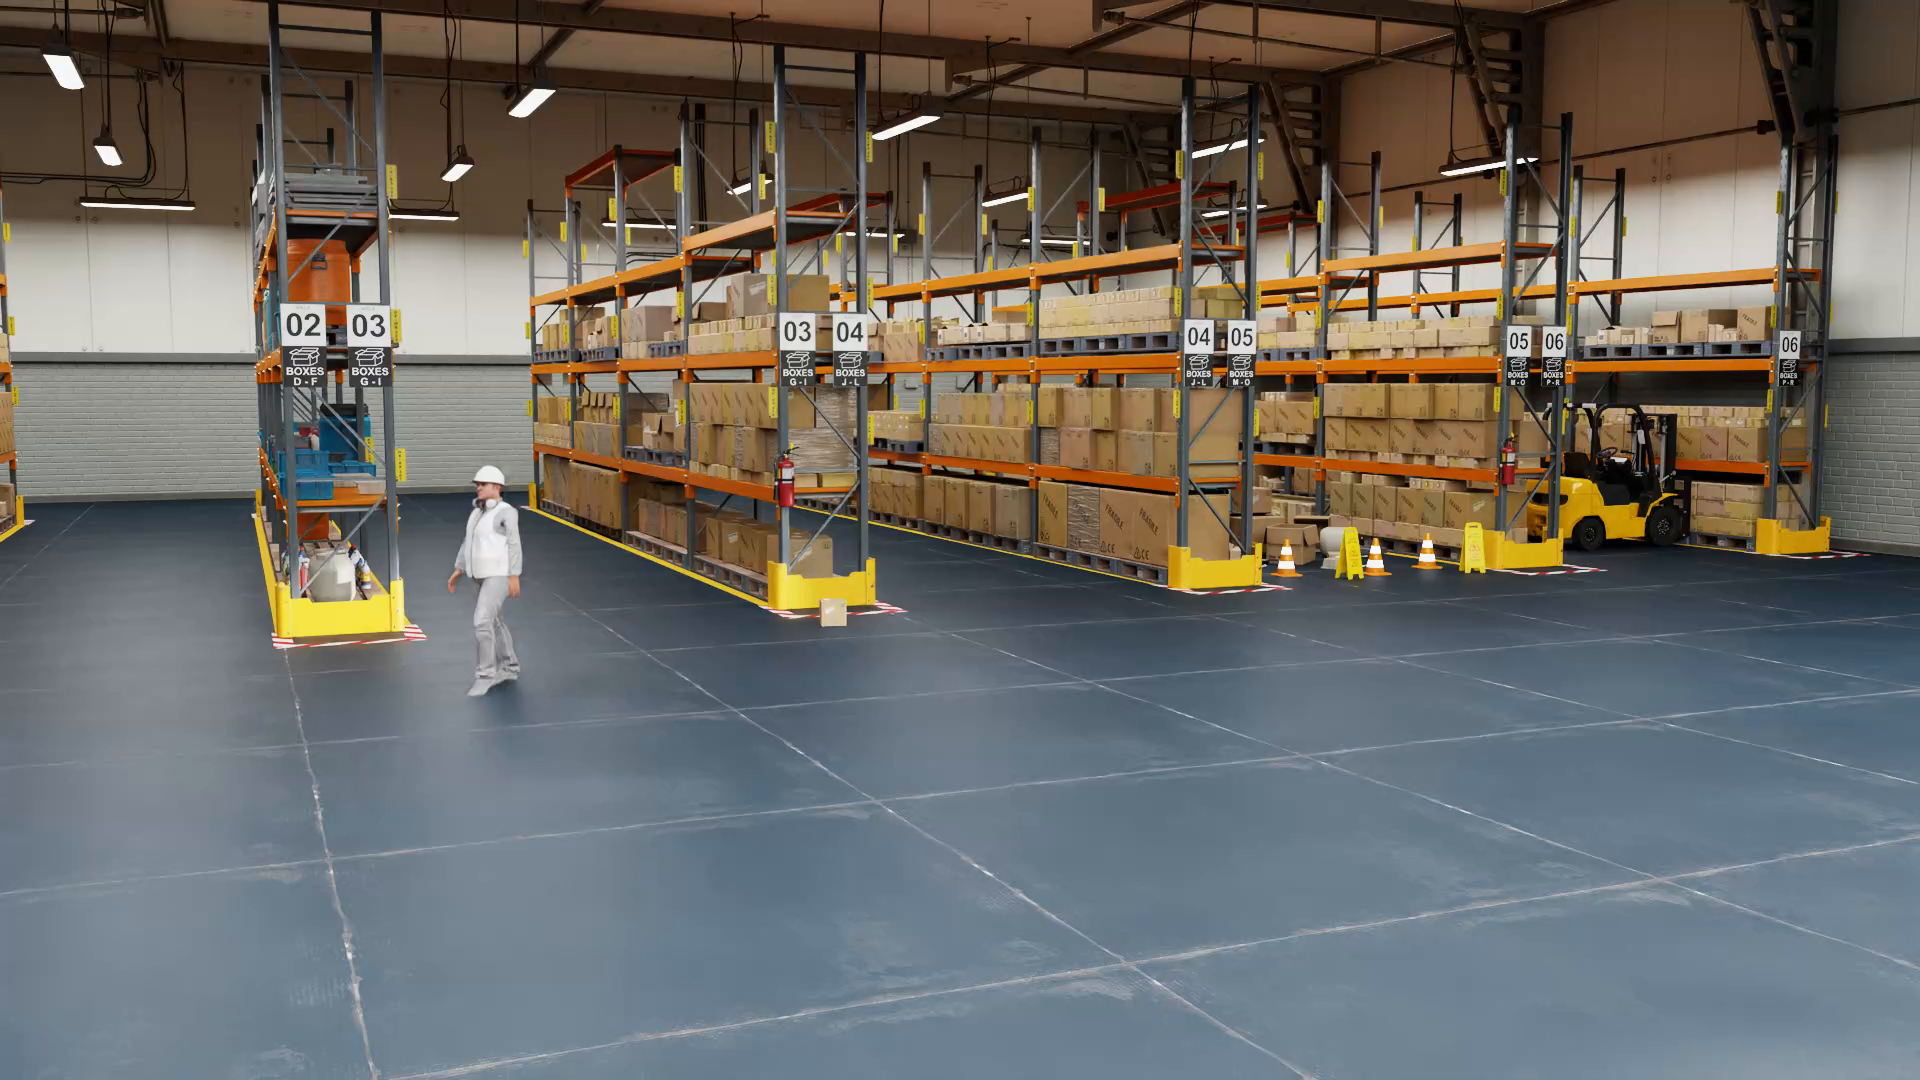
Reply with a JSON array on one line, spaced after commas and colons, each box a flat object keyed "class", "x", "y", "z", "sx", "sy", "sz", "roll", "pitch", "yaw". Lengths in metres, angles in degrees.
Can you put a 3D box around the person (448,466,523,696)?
[{"class": "person", "x": -3.803, "y": 0.323, "z": 13.319, "sx": 0.561, "sy": 1.827, "sz": 0.628, "roll": 5, "pitch": 7, "yaw": 42}]
